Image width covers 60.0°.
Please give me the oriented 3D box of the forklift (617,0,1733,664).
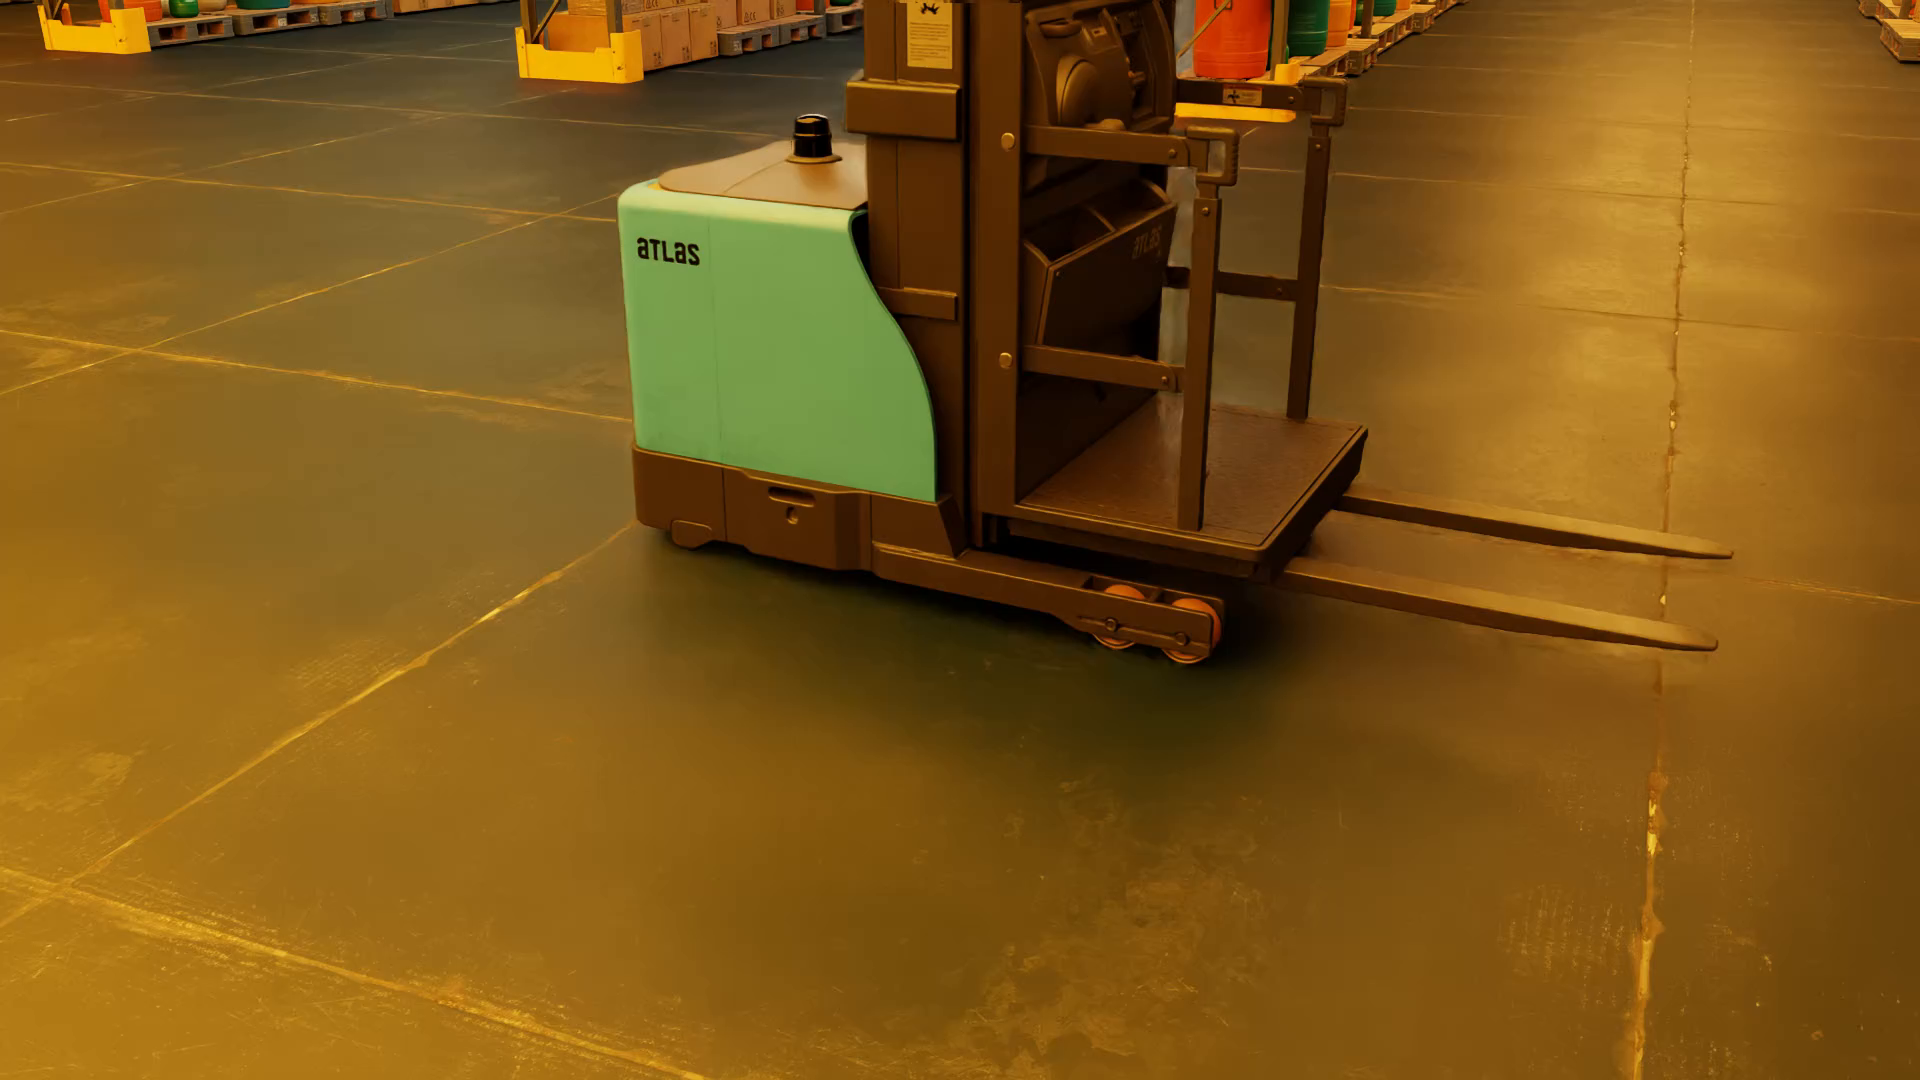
[{"bbox_3d":[0.565,-1.265,4.318,3.031,2.935,1.130,11,25,24],"label":"forklift"}]
